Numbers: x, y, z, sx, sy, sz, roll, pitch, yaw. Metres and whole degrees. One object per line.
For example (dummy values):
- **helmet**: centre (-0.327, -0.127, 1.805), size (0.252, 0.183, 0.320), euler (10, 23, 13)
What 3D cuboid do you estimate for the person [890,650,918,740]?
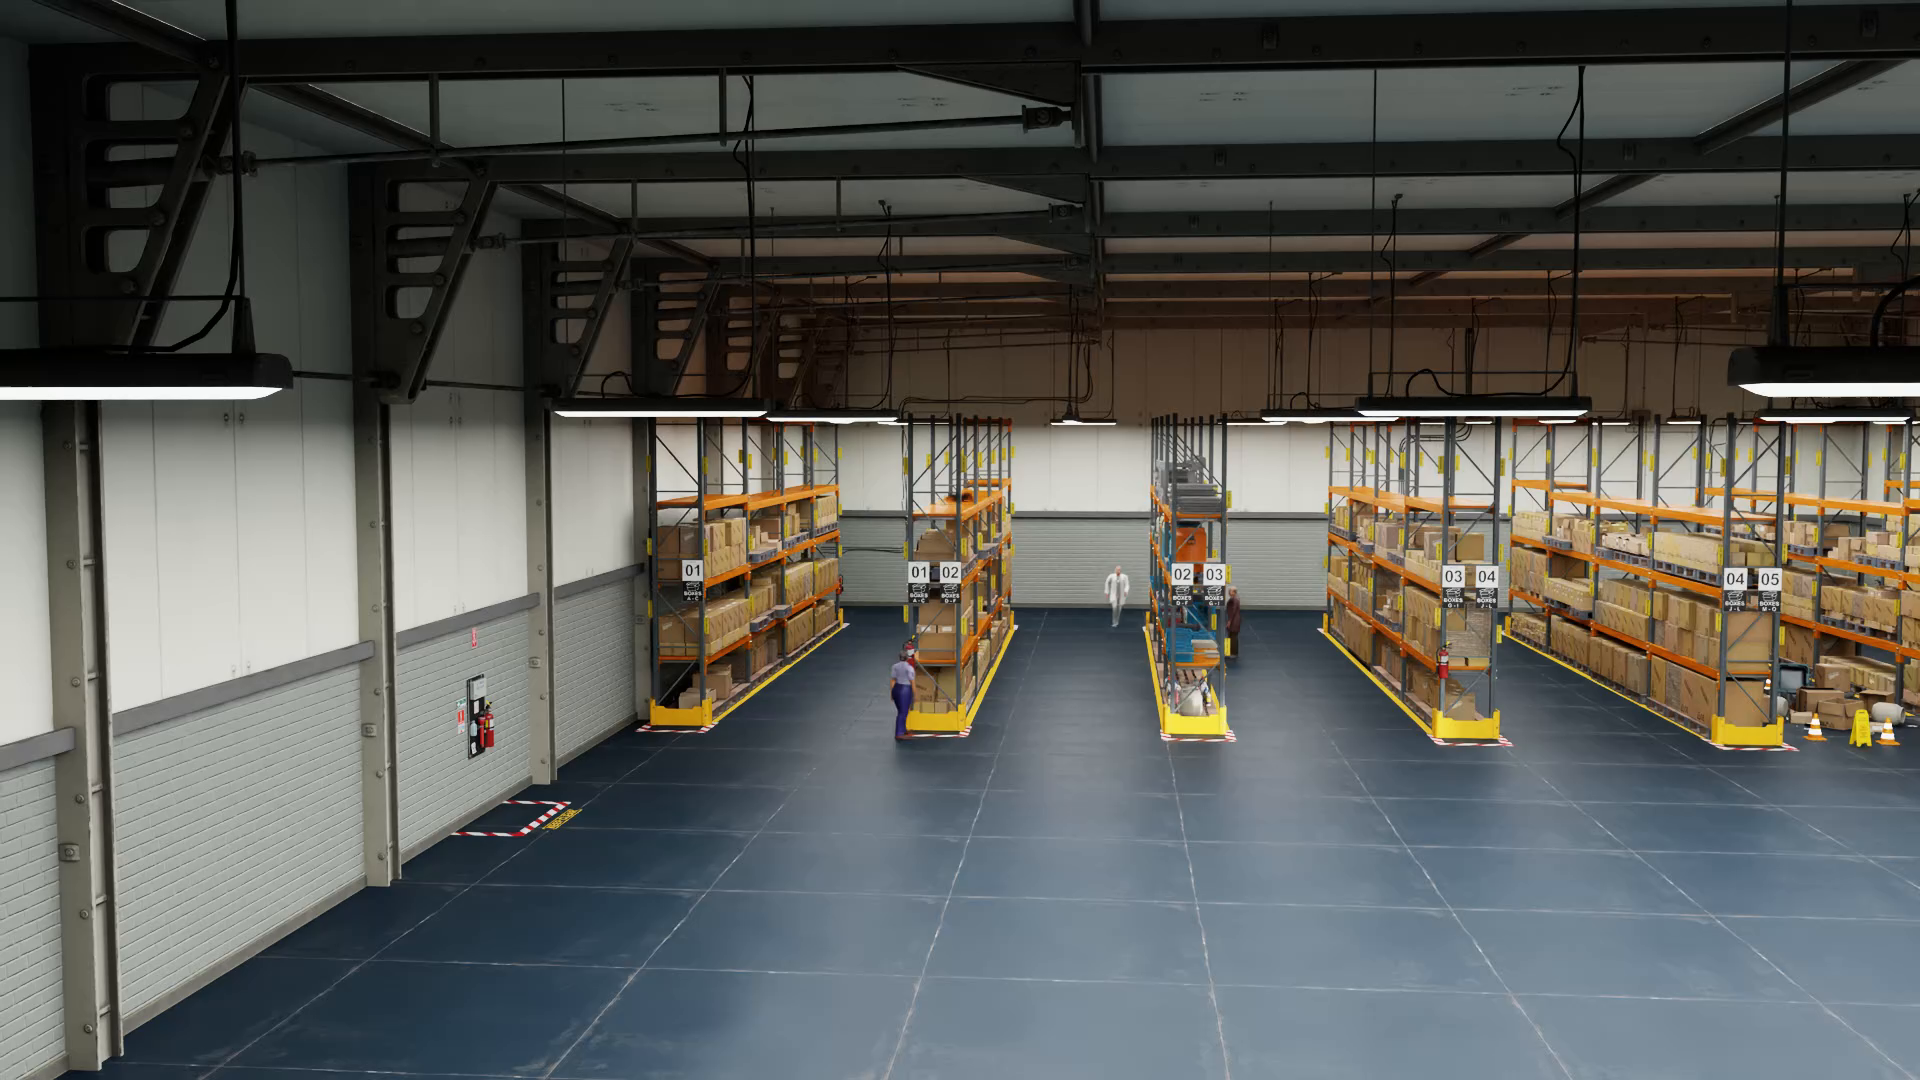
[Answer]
- **person**: centre (-0.998, 2.849, 30.745), size (0.550, 1.628, 0.548), euler (-3, 5, -37)

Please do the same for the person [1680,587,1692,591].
- **person**: centre (21.650, 1.559, 49.577), size (0.616, 1.623, 0.498), euler (-2, 4, -21)

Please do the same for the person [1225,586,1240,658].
- **person**: centre (6.746, 2.041, 41.382), size (0.426, 1.791, 0.601), euler (1, 4, 9)

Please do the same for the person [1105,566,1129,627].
- **person**: centre (4.552, 1.666, 48.202), size (0.660, 1.851, 0.819), euler (0, 4, -5)
